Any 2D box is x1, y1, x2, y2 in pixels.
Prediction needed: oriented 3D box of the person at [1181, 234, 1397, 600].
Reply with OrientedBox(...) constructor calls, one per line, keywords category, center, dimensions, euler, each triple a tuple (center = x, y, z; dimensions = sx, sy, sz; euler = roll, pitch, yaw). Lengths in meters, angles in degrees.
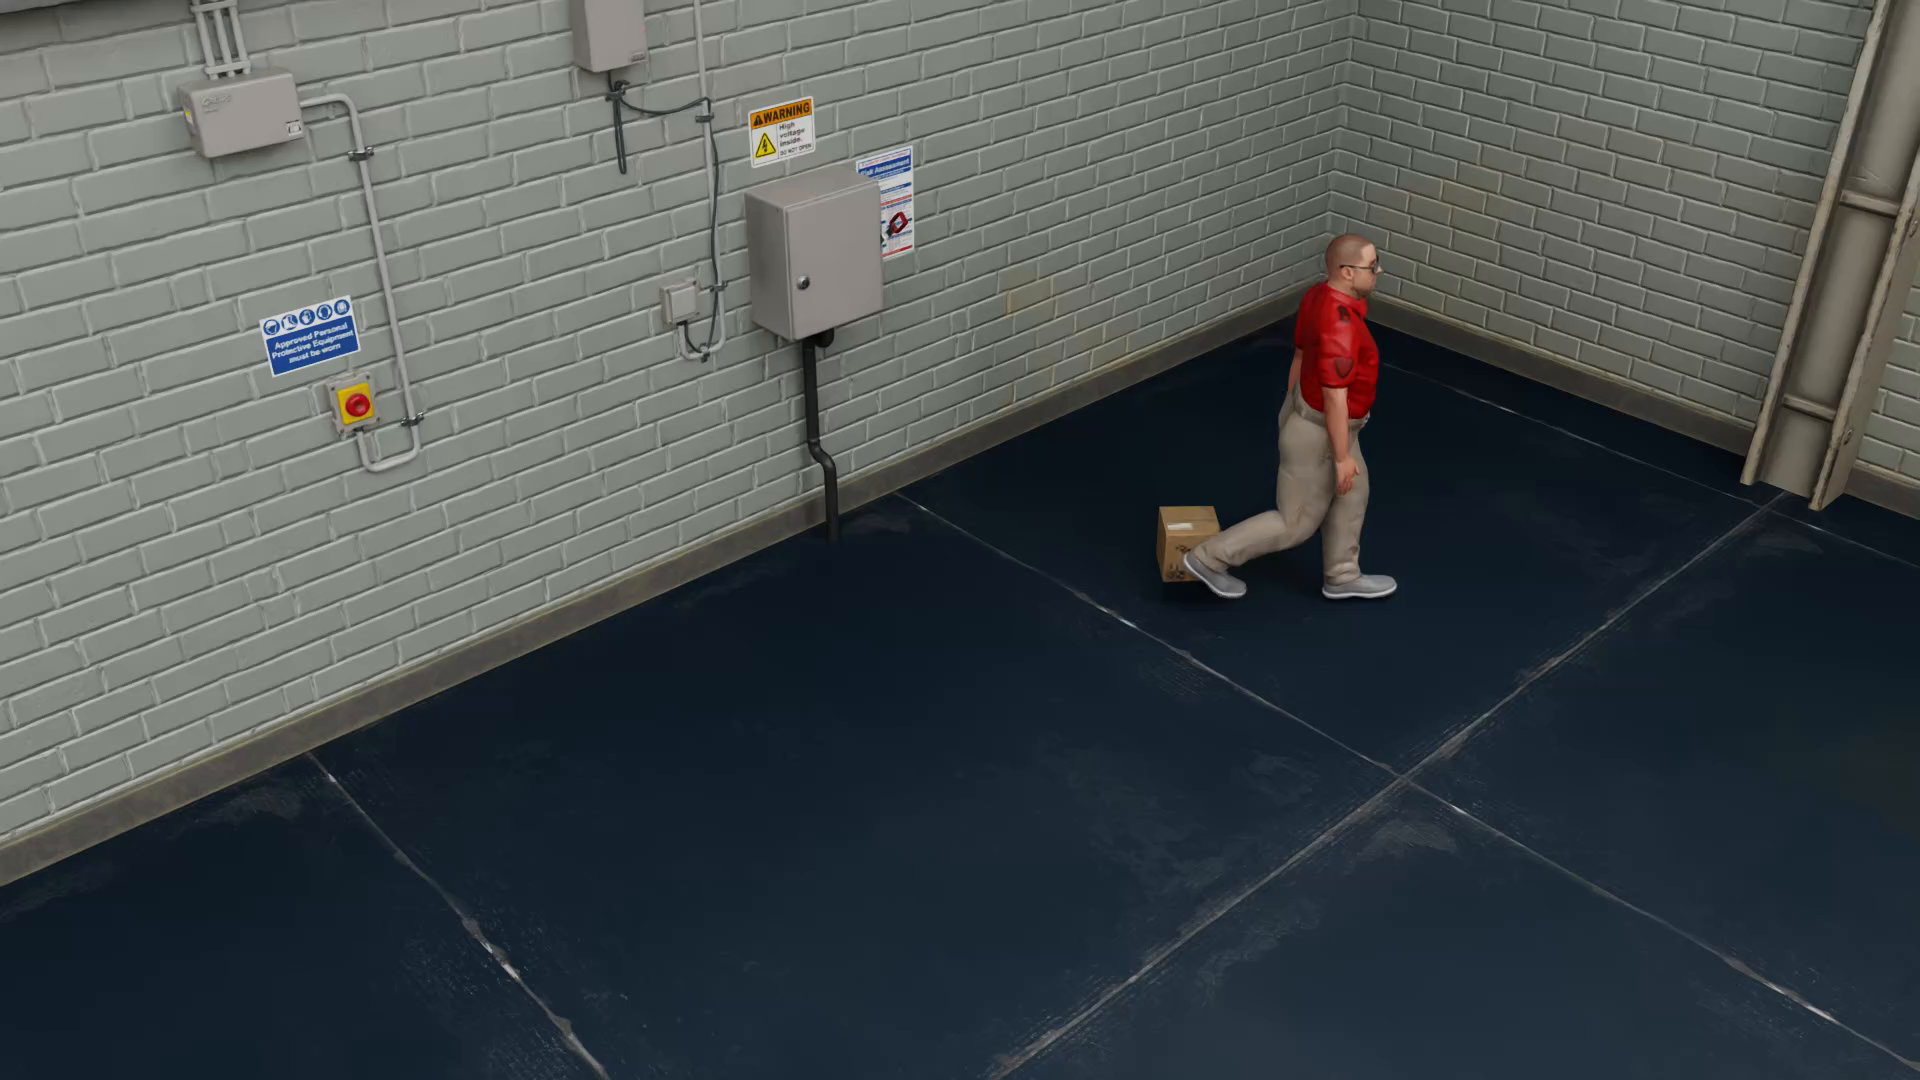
OrientedBox(category="person", center=(1.443, -0.451, 6.880), dimensions=(0.963, 1.684, 0.550), euler=(3, 32, 4))
